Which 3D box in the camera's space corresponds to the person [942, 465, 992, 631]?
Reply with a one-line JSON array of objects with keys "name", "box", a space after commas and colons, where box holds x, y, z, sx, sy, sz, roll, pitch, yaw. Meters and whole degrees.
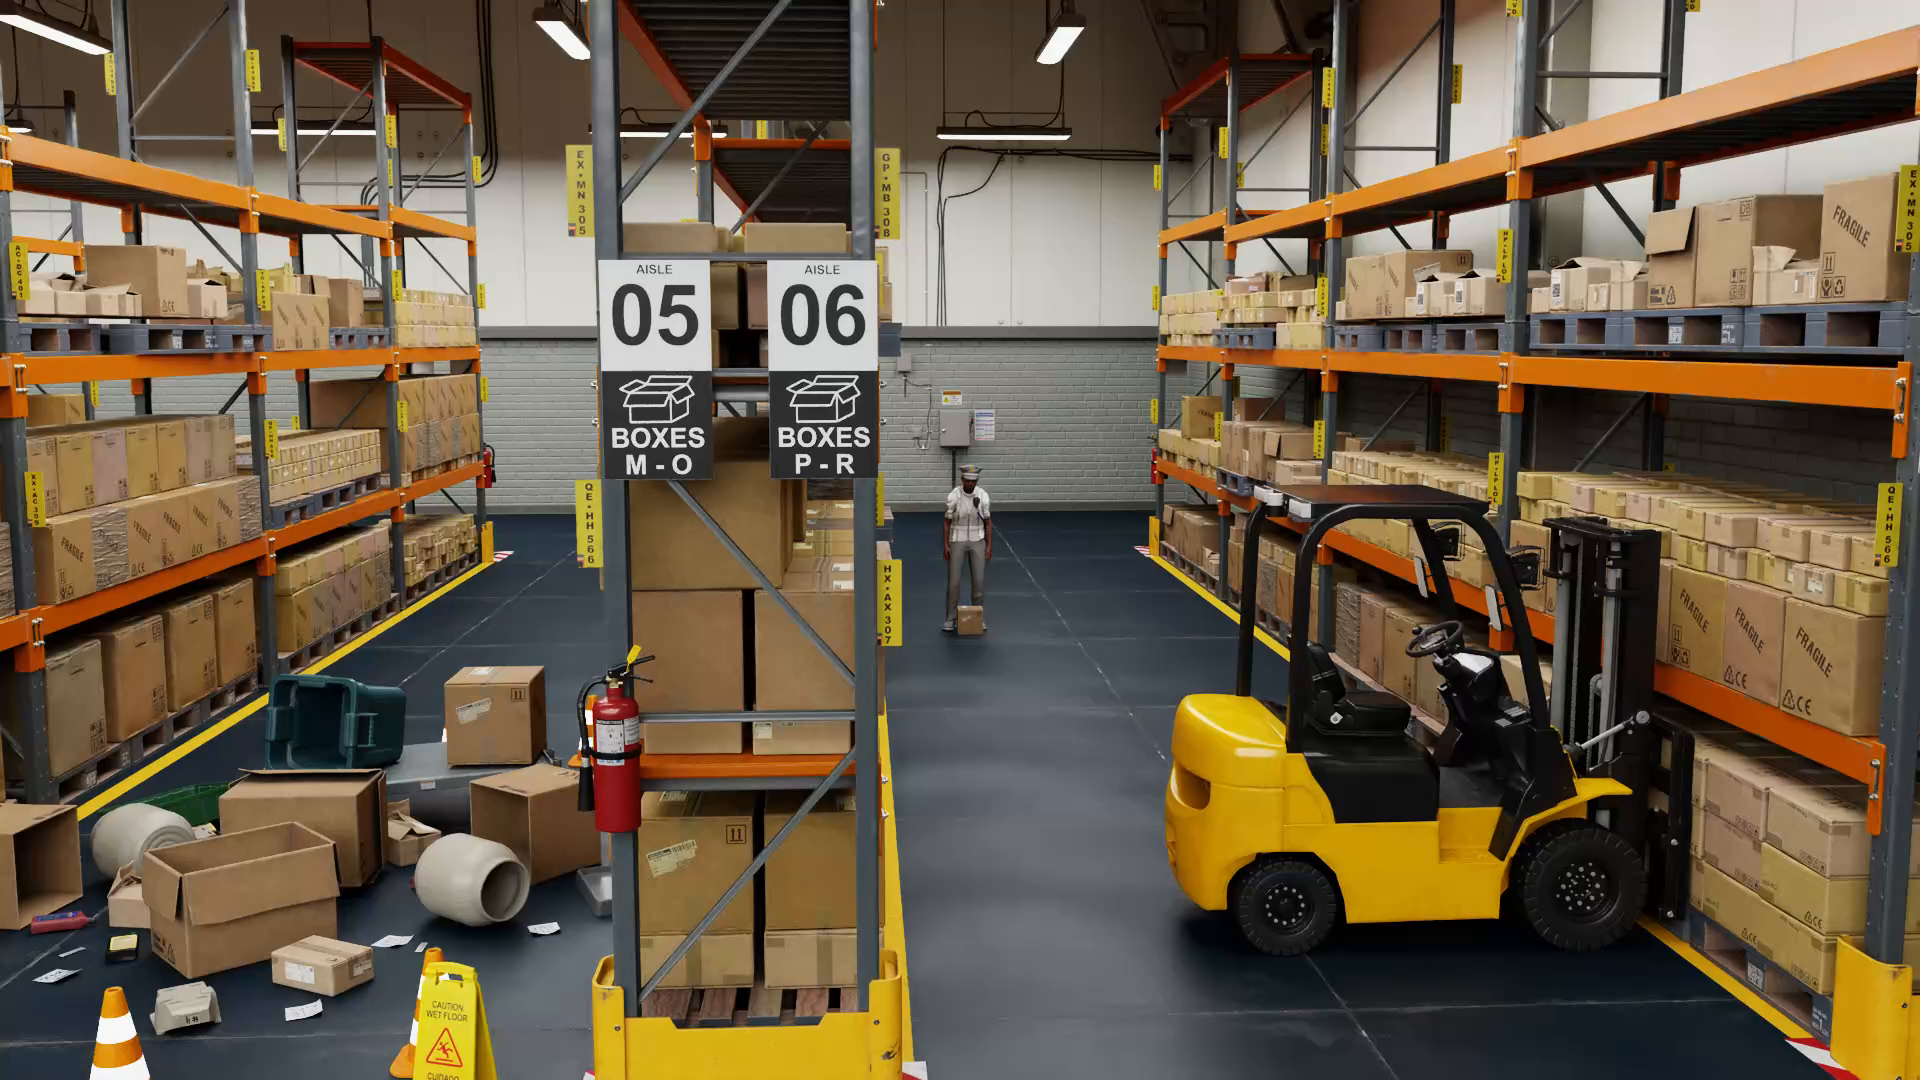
[{"name": "person", "box": [0.069, 0.071, 16.681, 0.512, 1.657, 0.399, -1, 7, -4]}]
